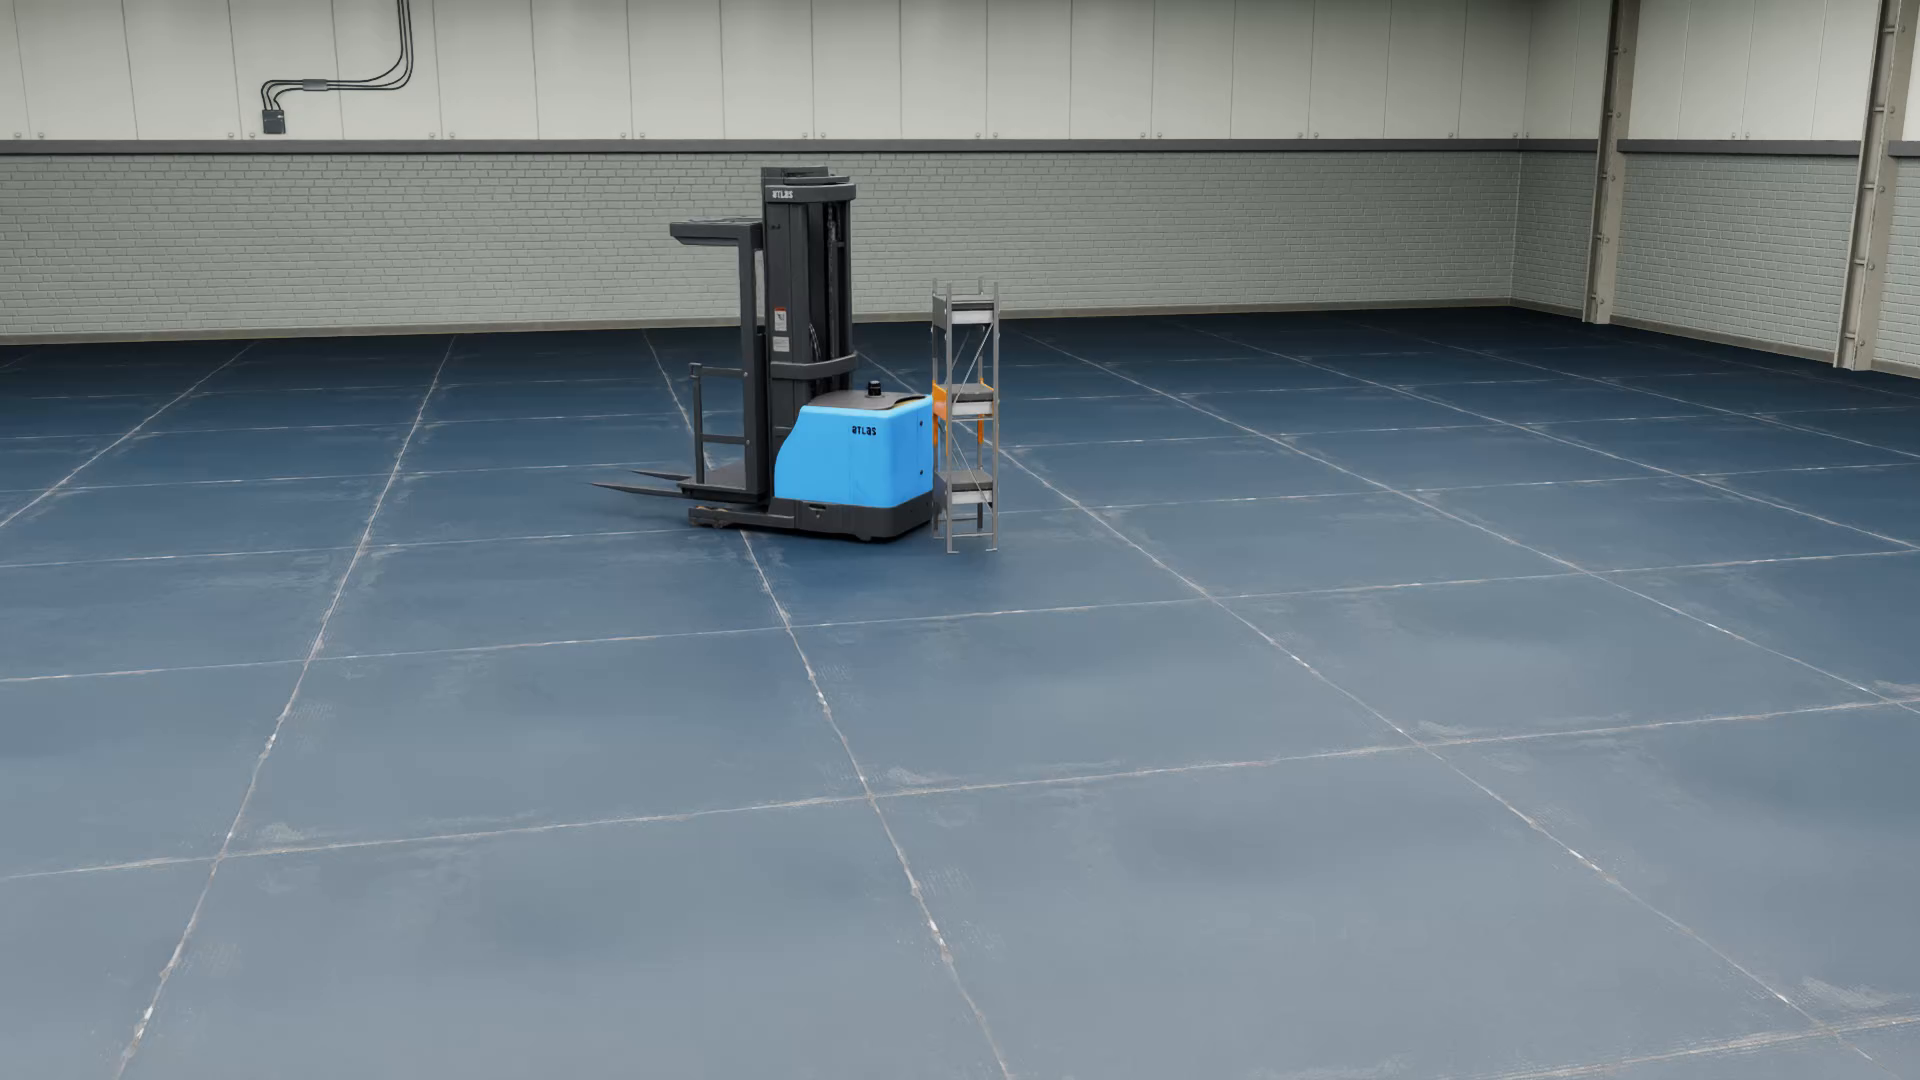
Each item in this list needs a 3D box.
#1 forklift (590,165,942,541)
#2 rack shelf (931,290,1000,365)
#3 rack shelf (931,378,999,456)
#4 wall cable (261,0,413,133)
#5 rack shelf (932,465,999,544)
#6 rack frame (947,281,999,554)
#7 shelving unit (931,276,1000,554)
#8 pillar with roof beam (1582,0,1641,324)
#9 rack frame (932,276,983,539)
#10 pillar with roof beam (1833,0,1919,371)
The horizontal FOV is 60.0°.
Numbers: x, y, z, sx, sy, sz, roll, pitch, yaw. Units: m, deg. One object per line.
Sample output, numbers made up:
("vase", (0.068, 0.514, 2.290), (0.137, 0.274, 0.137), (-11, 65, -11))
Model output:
("forklift", (-1.715, -1.626, 13.905), (3.031, 2.935, 1.130), (6, 15, 23))
("rack shelf", (0.039, -1.649, 12.859), (0.431, 0.518, 0.480), (-3, 14, -13))
("rack shelf", (0.039, -0.969, 13.025), (0.431, 0.518, 0.480), (-3, 14, -13))
("wall cable", (-9.729, -9.329, 25.486), (2.305, 6.003, 0.169), (-3, 14, -13))
("rack shelf", (0.039, -0.289, 13.191), (0.431, 0.518, 0.480), (-3, 14, -13))
("rack frame", (0.096, -0.926, 12.791), (0.400, 2.100, 0.015), (-3, 14, -13))
("shelving unit", (0.039, -0.982, 13.022), (0.431, 2.100, 0.503), (-3, 14, -13))
("pillar with roof beam", (6.881, -7.914, 26.860), (9.100, 9.000, 0.400), (-3, 14, -13))
("rack frame", (-0.018, -1.038, 13.252), (0.400, 2.100, 0.015), (-3, 14, -13))
("pillar with roof beam", (8.290, -6.530, 21.195), (9.100, 9.000, 0.400), (-3, 14, -13))
